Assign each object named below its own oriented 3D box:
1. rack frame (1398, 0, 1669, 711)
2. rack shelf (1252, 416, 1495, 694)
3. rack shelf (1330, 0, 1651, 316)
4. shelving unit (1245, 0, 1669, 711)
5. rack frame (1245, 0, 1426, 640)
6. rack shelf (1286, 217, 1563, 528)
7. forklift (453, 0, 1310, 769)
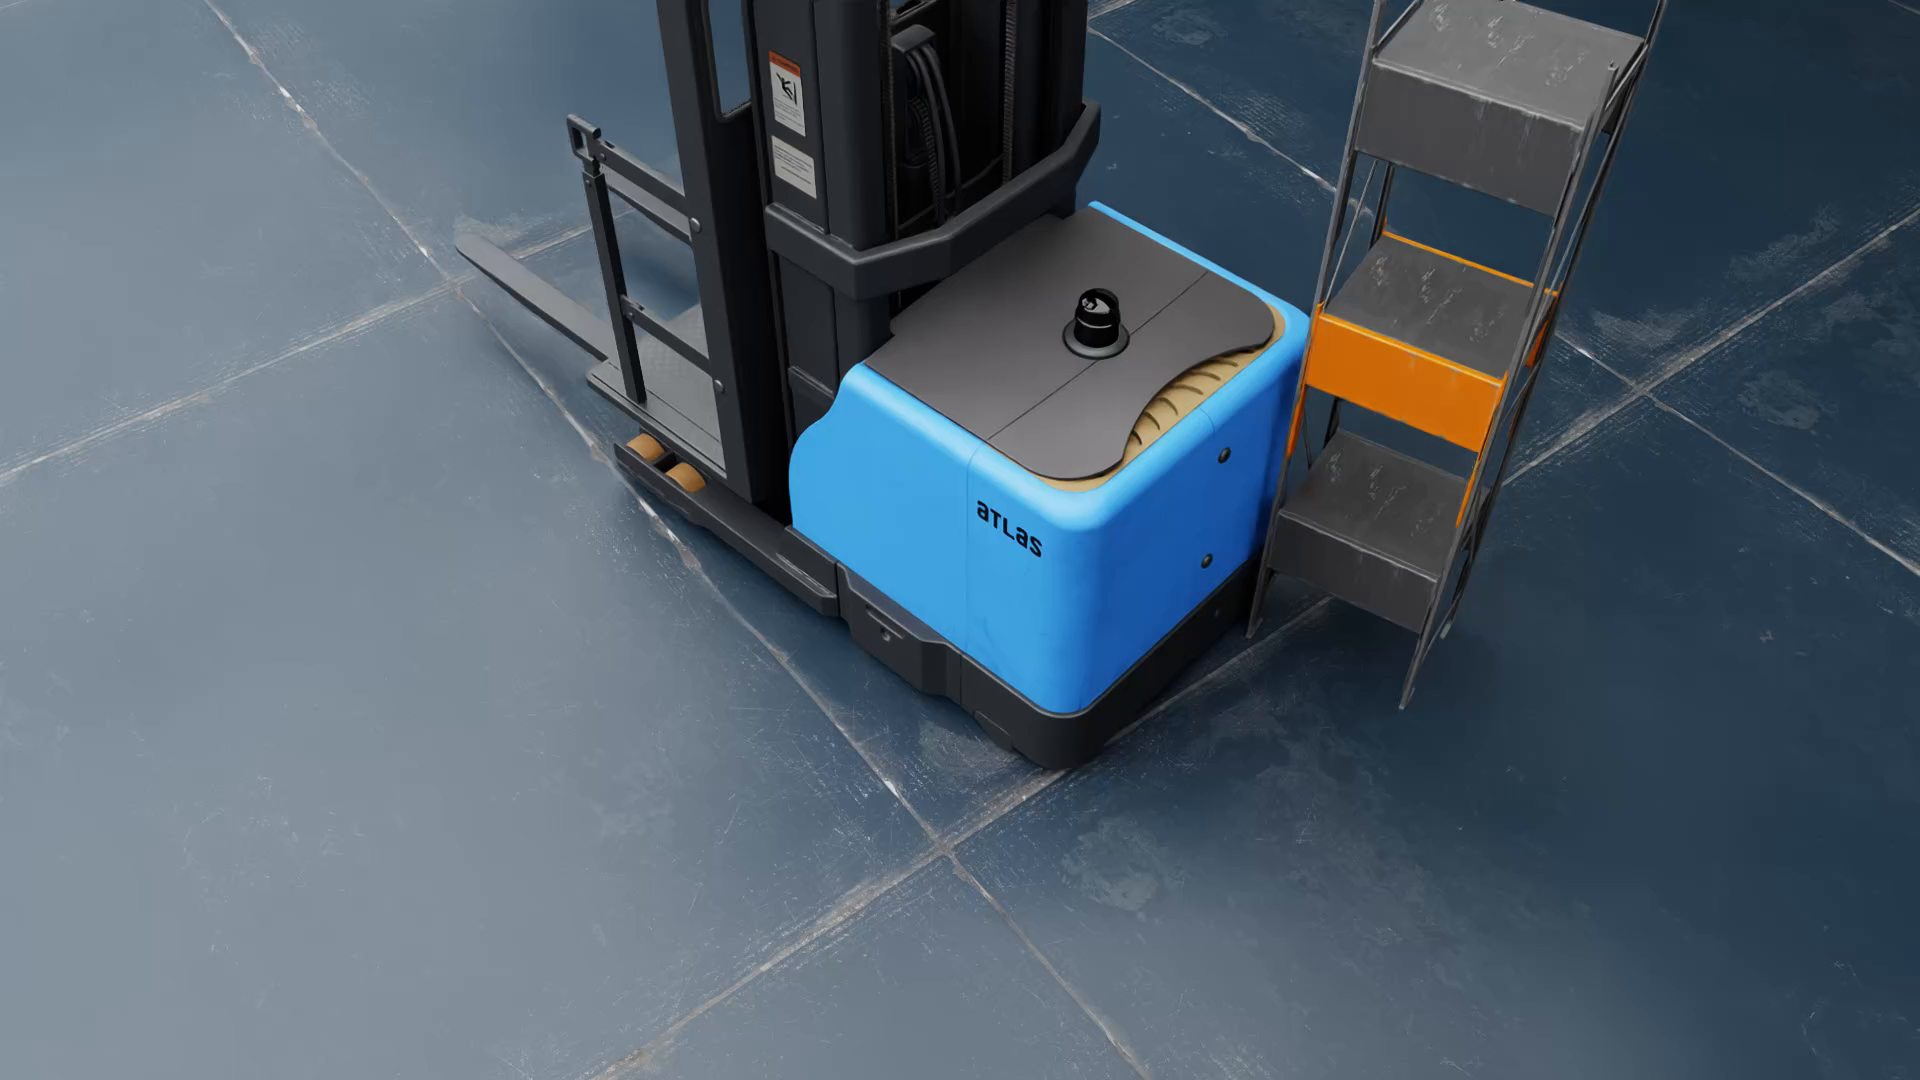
[{"bbox_3d":[1.381,-0.339,4.140,0.015,2.100,0.400,25,53,21],"label":"rack frame"},{"bbox_3d":[1.175,0.043,4.757,0.480,0.518,0.431,25,53,21],"label":"rack shelf"},{"bbox_3d":[1.175,-0.897,3.720,0.480,0.518,0.431,25,53,21],"label":"rack shelf"},{"bbox_3d":[1.175,-0.436,4.228,0.503,2.100,0.431,25,53,21],"label":"shelving unit"},{"bbox_3d":[0.970,-0.534,4.317,0.015,2.100,0.400,25,53,21],"label":"rack frame"},{"bbox_3d":[1.175,-0.427,4.239,0.480,0.518,0.431,25,53,21],"label":"rack shelf"},{"bbox_3d":[-0.472,-1.319,4.468,3.031,2.935,1.130,35,56,27],"label":"forklift"}]
